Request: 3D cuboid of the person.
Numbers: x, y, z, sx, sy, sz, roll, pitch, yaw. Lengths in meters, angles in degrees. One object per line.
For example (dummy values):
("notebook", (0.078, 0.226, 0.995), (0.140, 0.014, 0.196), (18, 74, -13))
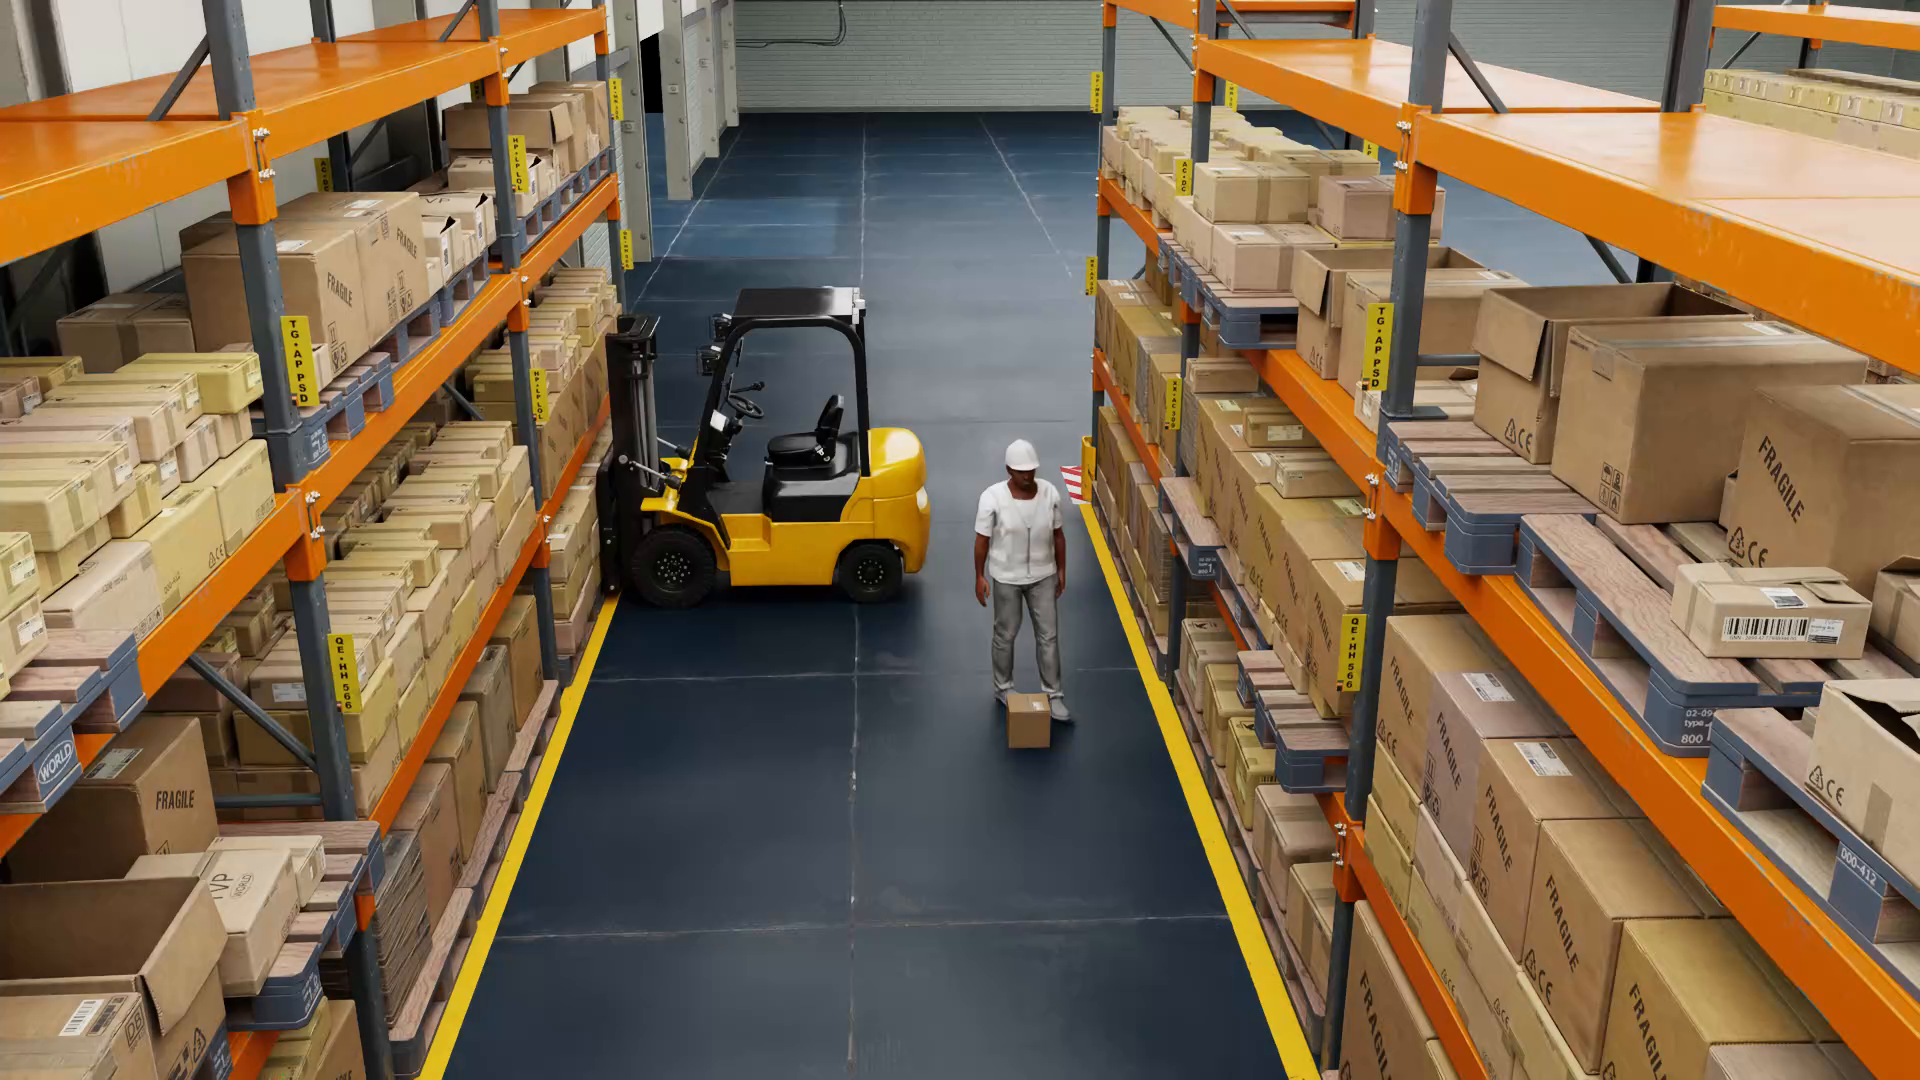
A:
("person", (0.413, 0.260, 10.322), (0.589, 1.768, 0.591), (-5, 21, -12))
